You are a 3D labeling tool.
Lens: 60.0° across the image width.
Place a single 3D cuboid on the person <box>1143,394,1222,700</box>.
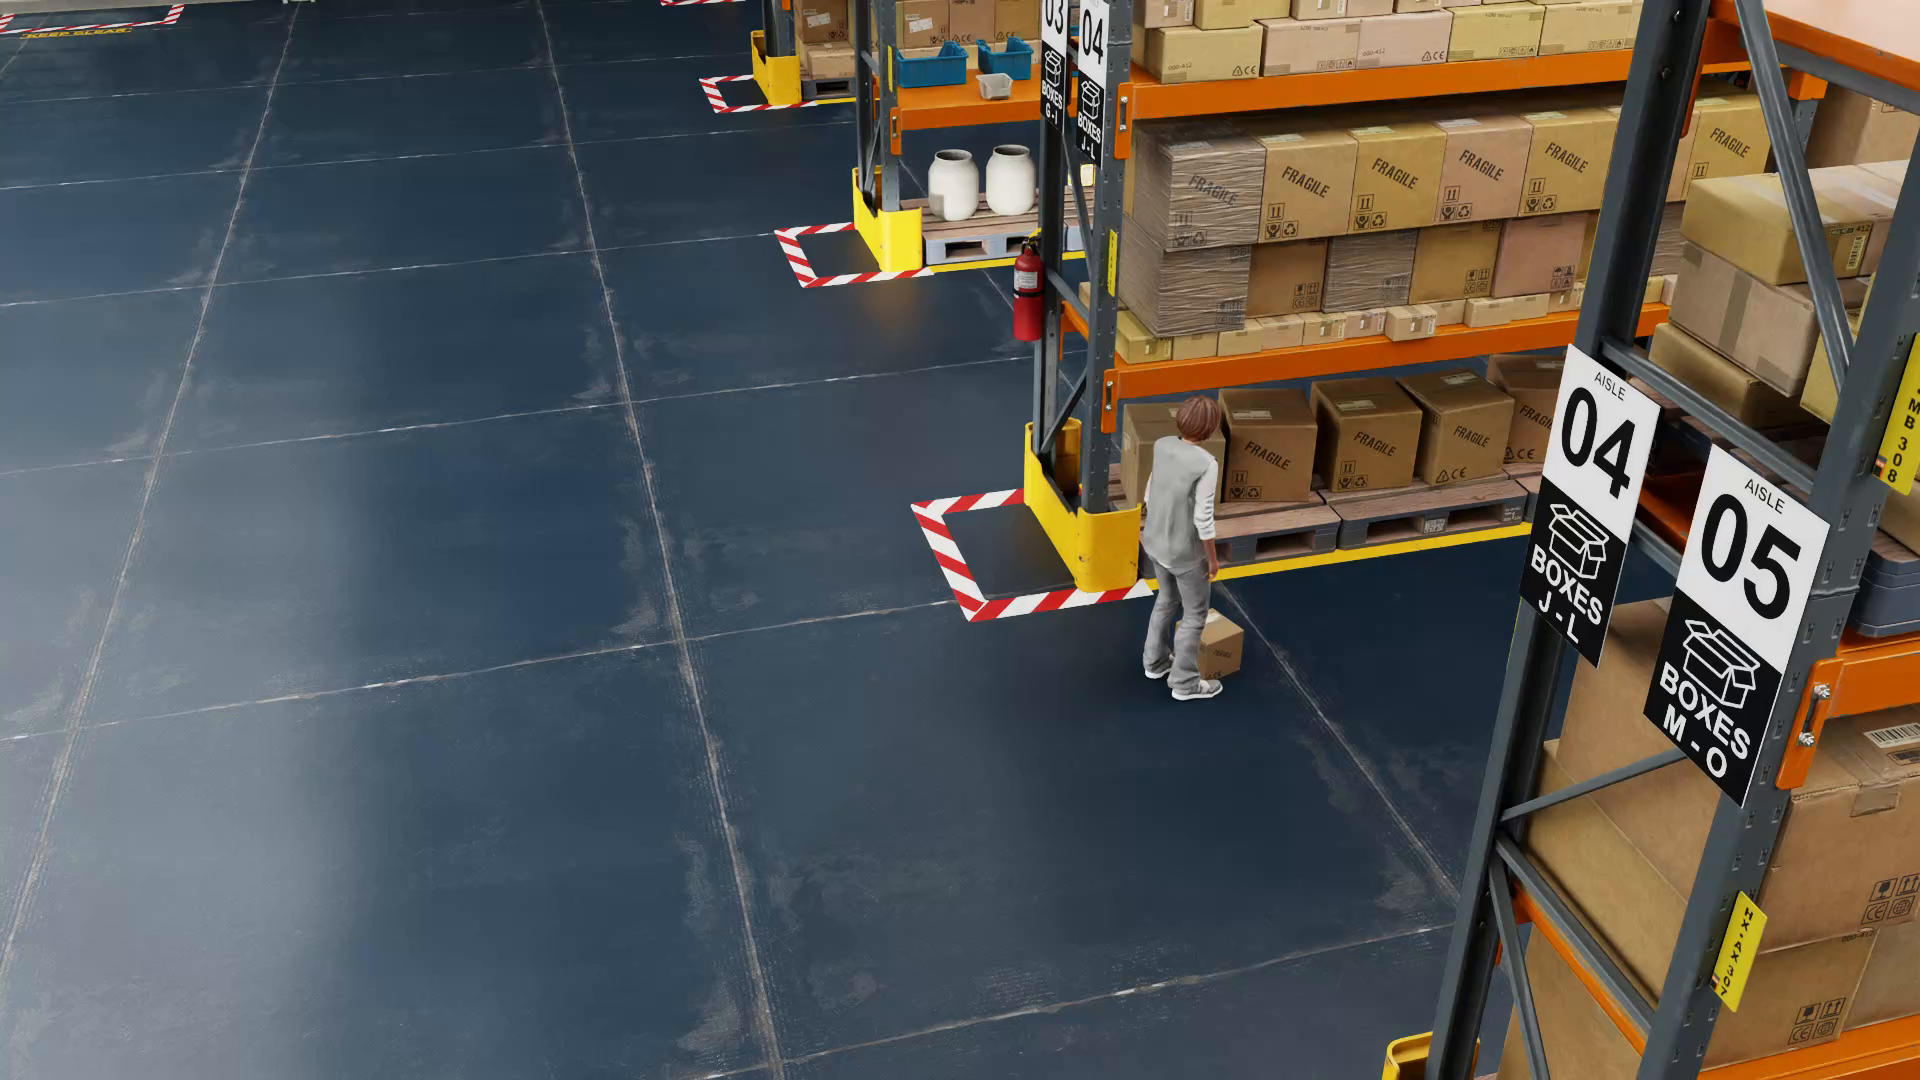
[{"bbox_3d":[1.089,0.041,8.171,0.346,1.591,0.476,-19,36,-29],"label":"person"}]
